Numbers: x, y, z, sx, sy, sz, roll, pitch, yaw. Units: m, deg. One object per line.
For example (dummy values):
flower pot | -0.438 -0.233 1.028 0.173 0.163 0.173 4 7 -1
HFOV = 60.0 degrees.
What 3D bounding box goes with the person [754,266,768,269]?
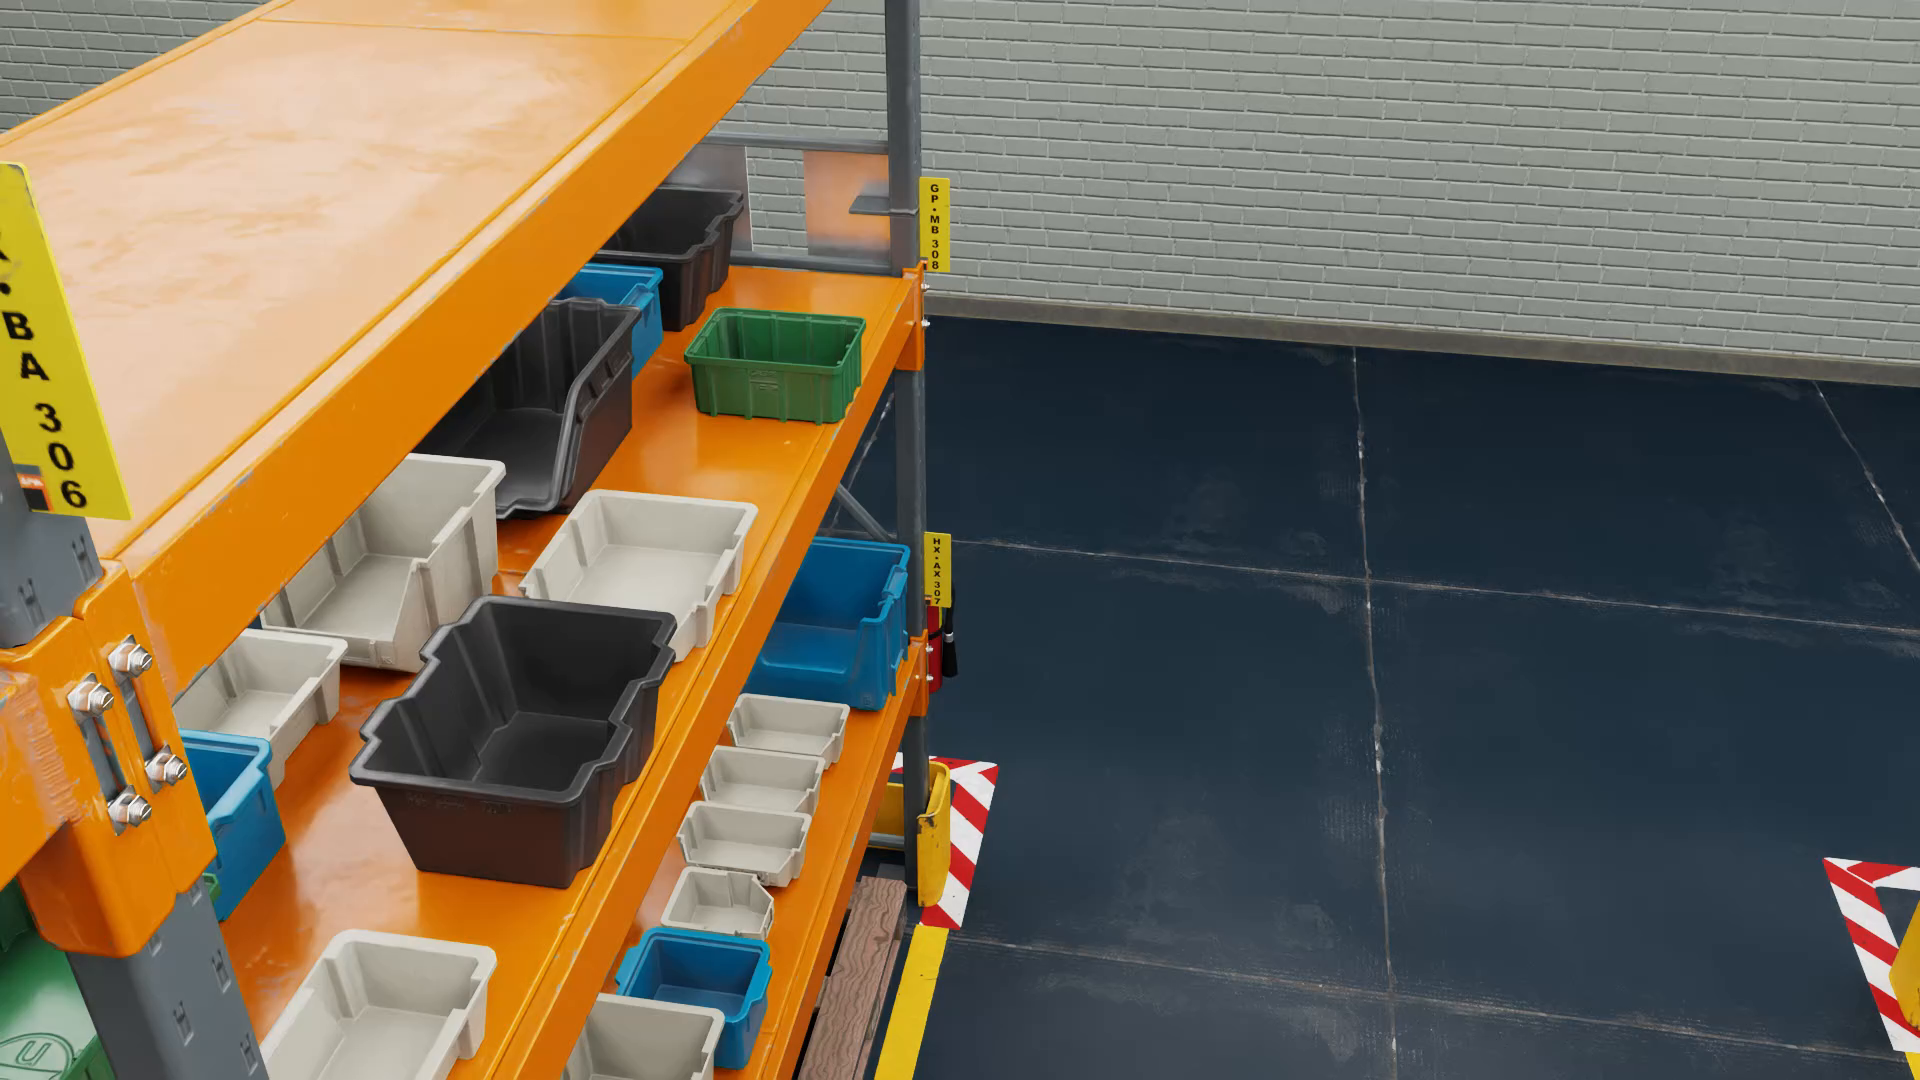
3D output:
person | -1.040 -0.571 8.615 0.418 1.767 0.572 9 33 14
